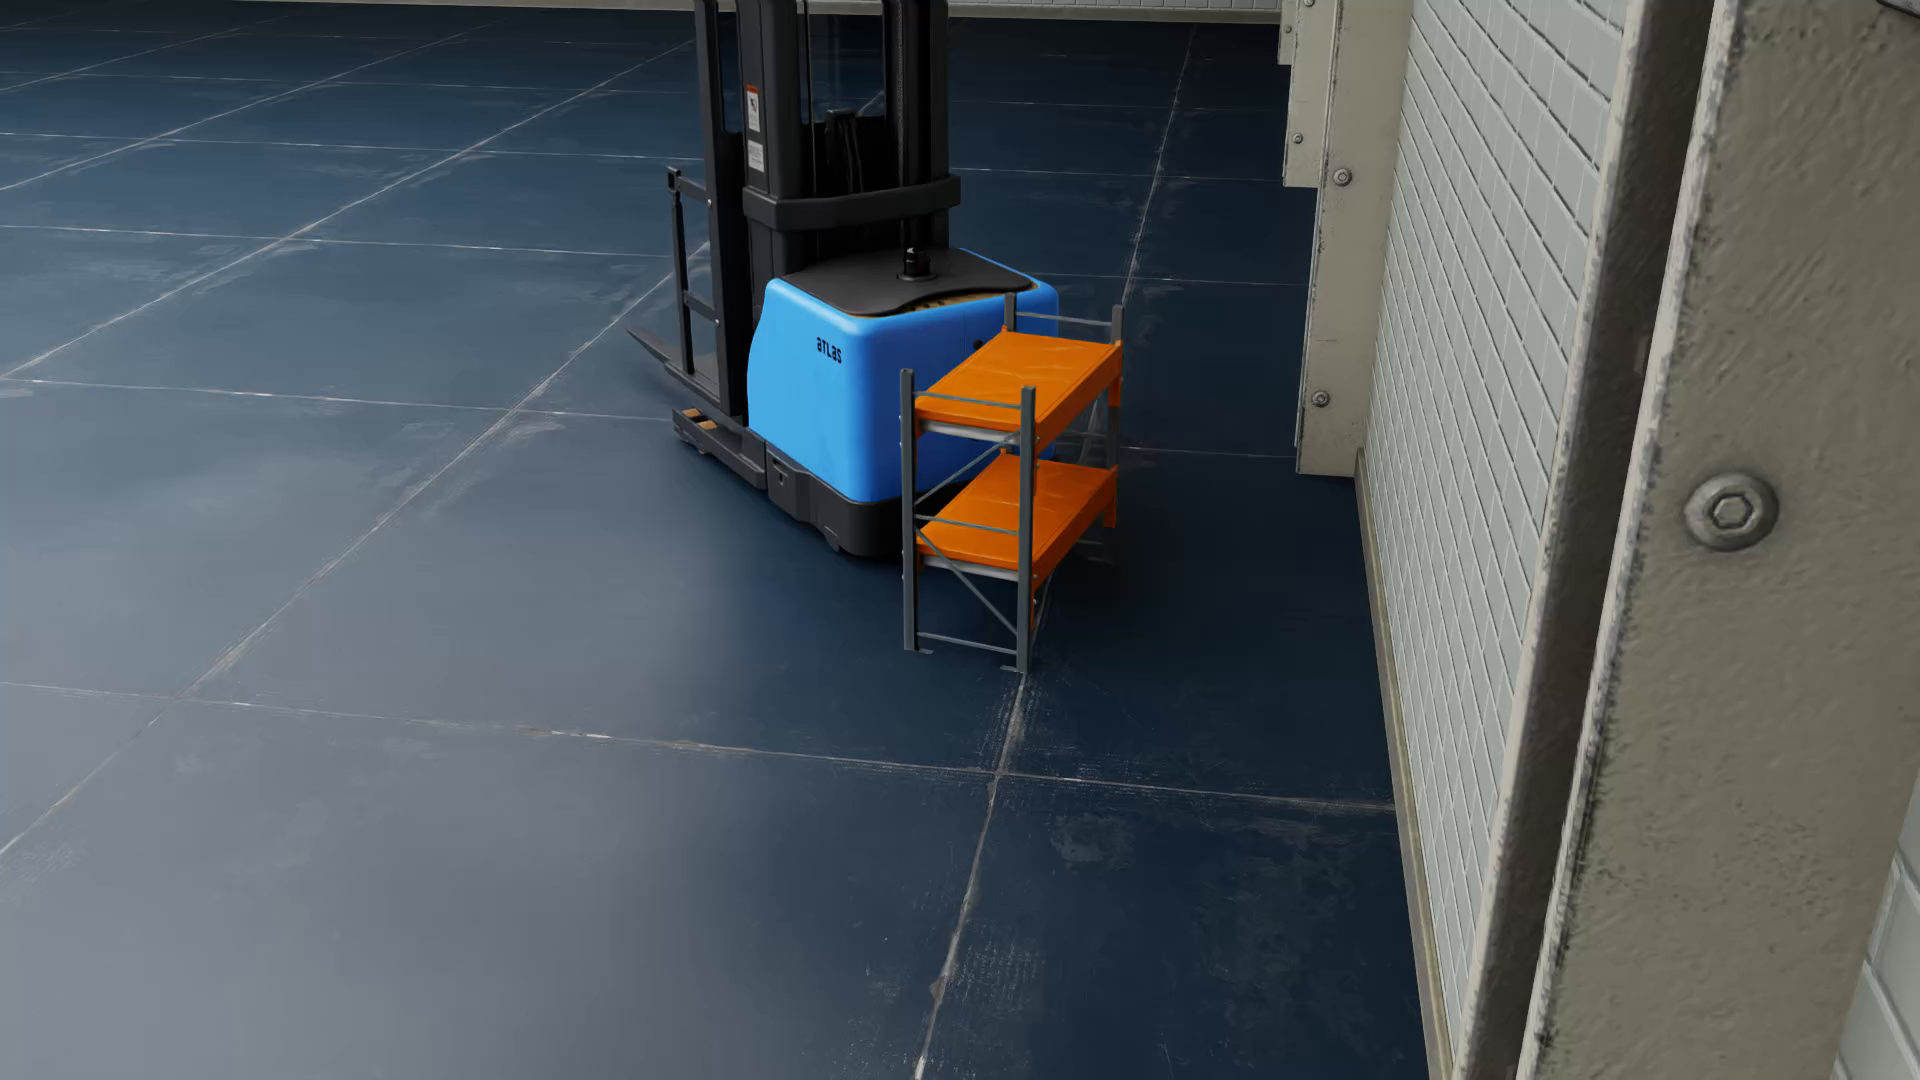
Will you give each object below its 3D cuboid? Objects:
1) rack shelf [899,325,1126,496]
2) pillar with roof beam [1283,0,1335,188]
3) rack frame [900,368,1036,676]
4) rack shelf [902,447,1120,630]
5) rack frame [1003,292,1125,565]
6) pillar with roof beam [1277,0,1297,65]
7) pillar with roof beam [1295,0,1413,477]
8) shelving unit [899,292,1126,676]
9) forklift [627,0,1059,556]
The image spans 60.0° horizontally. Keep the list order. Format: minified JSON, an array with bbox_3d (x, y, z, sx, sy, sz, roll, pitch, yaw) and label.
[{"bbox_3d":[0.221,-0.517,6.337,0.538,0.278,1.000,10,27,20],"label":"rack shelf"},{"bbox_3d":[-1.479,-7.274,12.175,9.100,9.000,0.400,4,25,9],"label":"pillar with roof beam"},{"bbox_3d":[0.025,-0.053,6.036,0.500,1.125,0.032,10,27,20],"label":"rack frame"},{"bbox_3d":[0.221,-0.030,6.564,0.538,0.278,1.000,10,27,20],"label":"rack shelf"},{"bbox_3d":[0.416,-0.451,6.886,0.500,1.125,0.032,10,27,20],"label":"rack frame"},{"bbox_3d":[-0.499,-9.783,17.536,9.100,9.000,0.400,4,25,9],"label":"pillar with roof beam"},{"bbox_3d":[-2.460,-4.764,6.814,9.100,9.000,0.400,4,25,9],"label":"pillar with roof beam"},{"bbox_3d":[0.221,-0.252,6.461,0.538,1.125,1.048,10,27,20],"label":"shelving unit"},{"bbox_3d":[-0.771,-1.839,7.721,1.130,2.935,3.031,-15,29,-29],"label":"forklift"}]
